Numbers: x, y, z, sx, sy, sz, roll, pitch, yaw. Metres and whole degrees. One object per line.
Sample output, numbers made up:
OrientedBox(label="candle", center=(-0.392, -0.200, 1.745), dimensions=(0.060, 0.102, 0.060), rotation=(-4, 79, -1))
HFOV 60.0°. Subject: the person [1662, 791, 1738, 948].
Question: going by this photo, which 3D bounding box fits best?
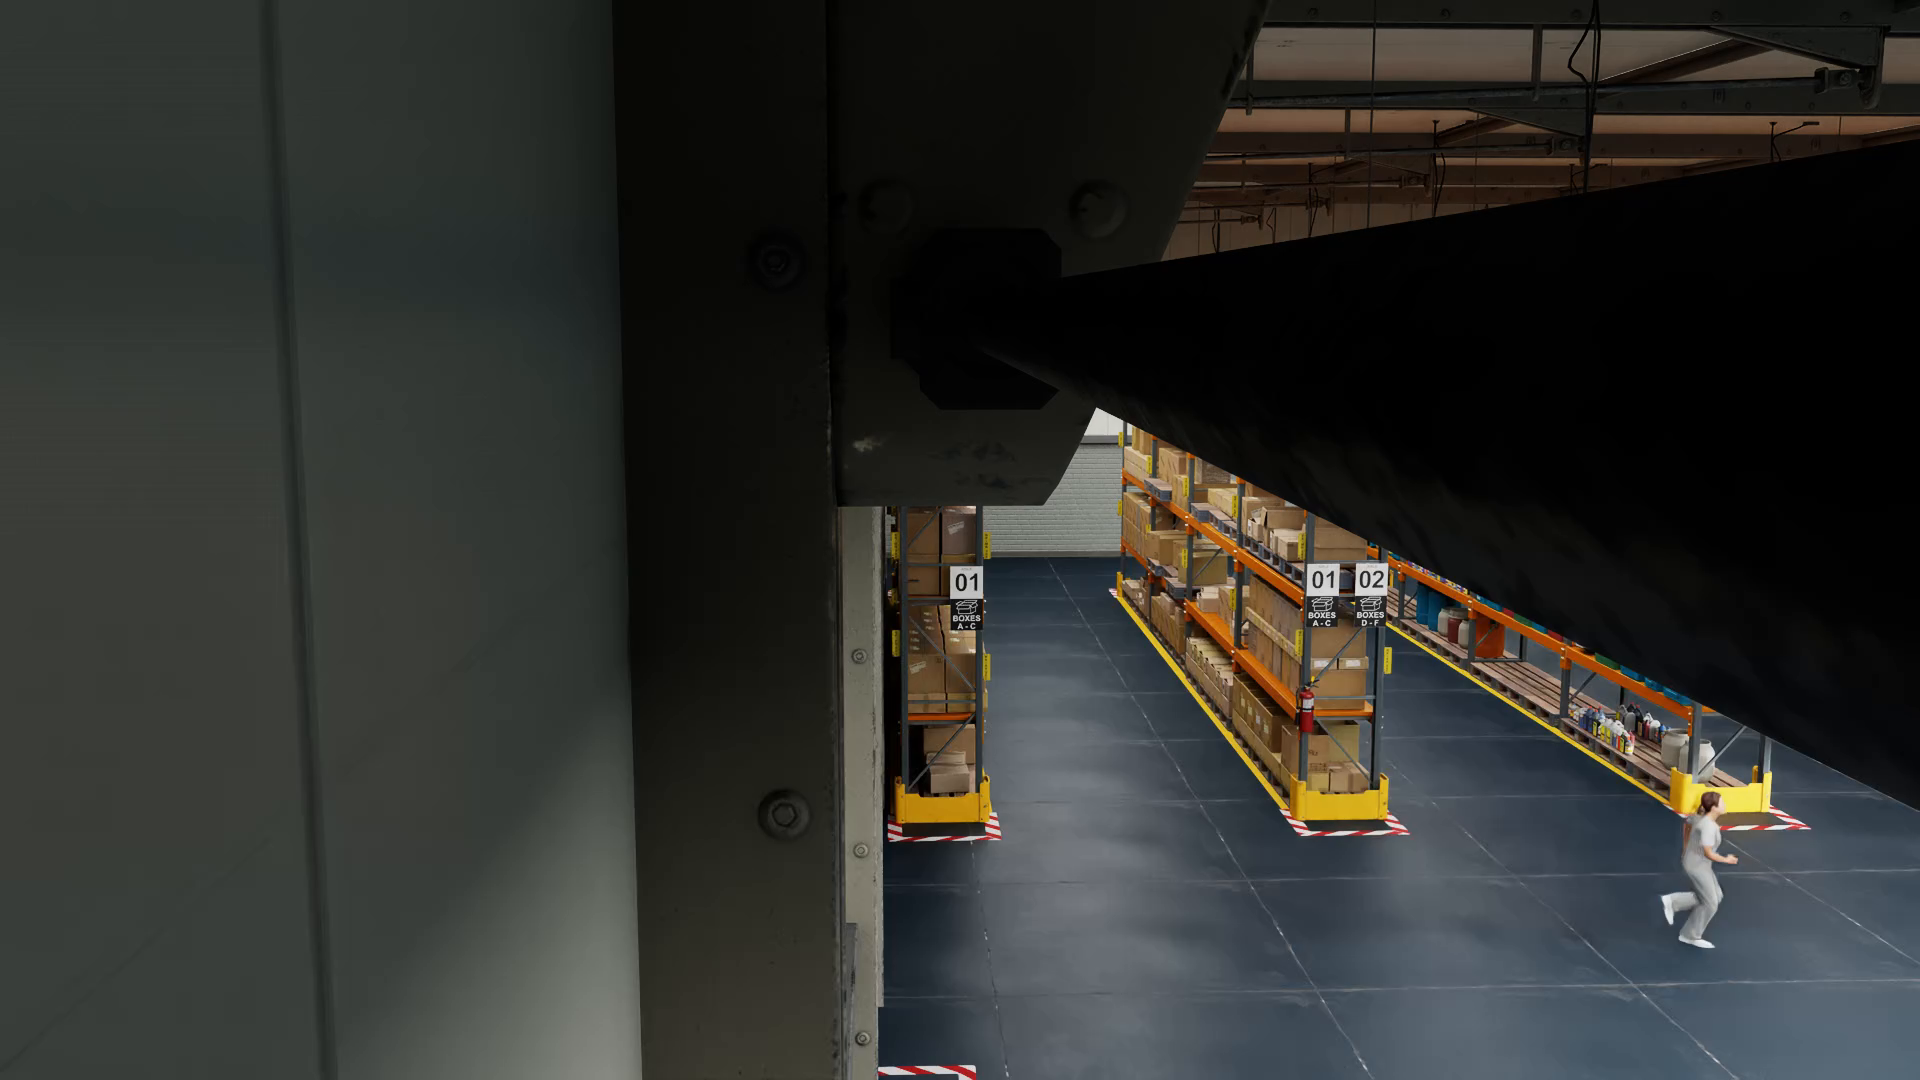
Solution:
OrientedBox(label="person", center=(7.322, 3.250, 16.452), dimensions=(0.655, 1.624, 0.601), rotation=(2, 8, 15))
